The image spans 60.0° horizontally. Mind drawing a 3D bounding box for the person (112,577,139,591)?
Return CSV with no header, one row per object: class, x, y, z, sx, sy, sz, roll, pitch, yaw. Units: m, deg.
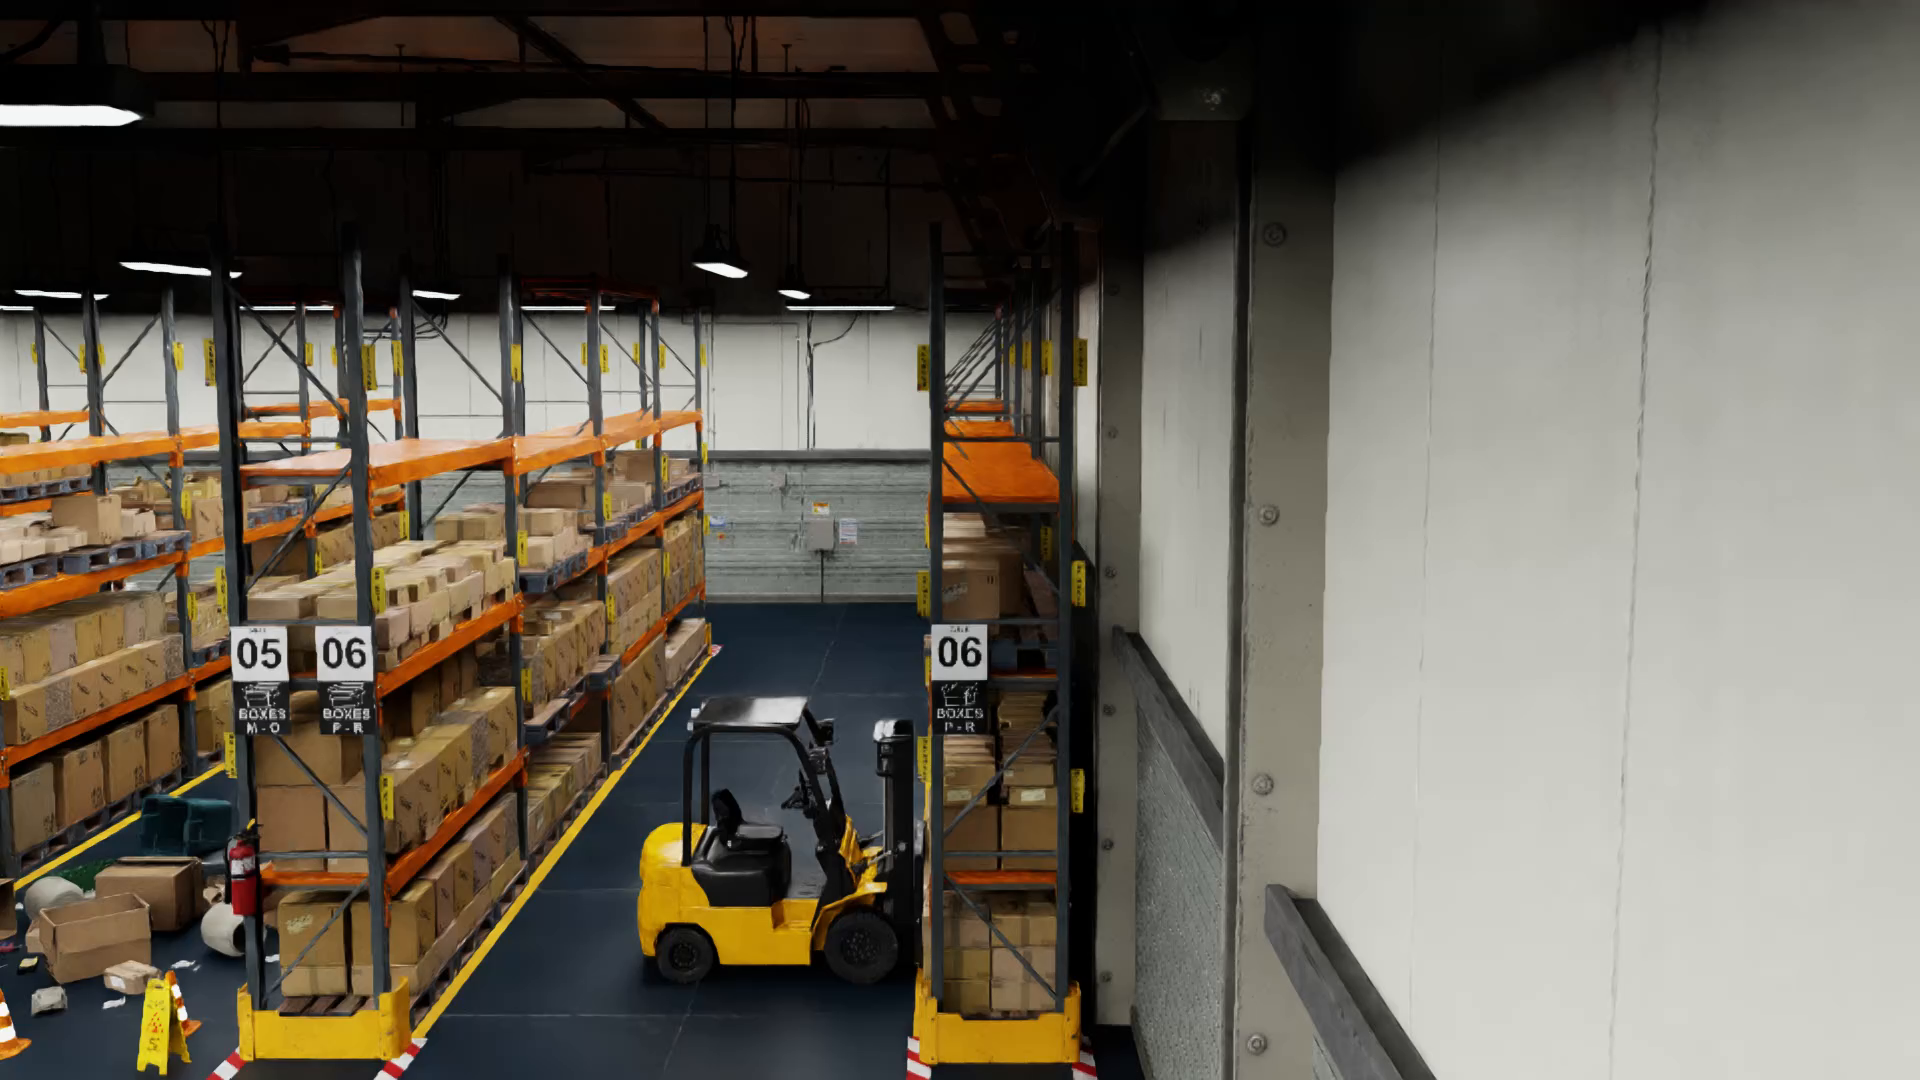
person,-13.189,1.257,26.165,0.566,1.706,1.122,0,7,2
